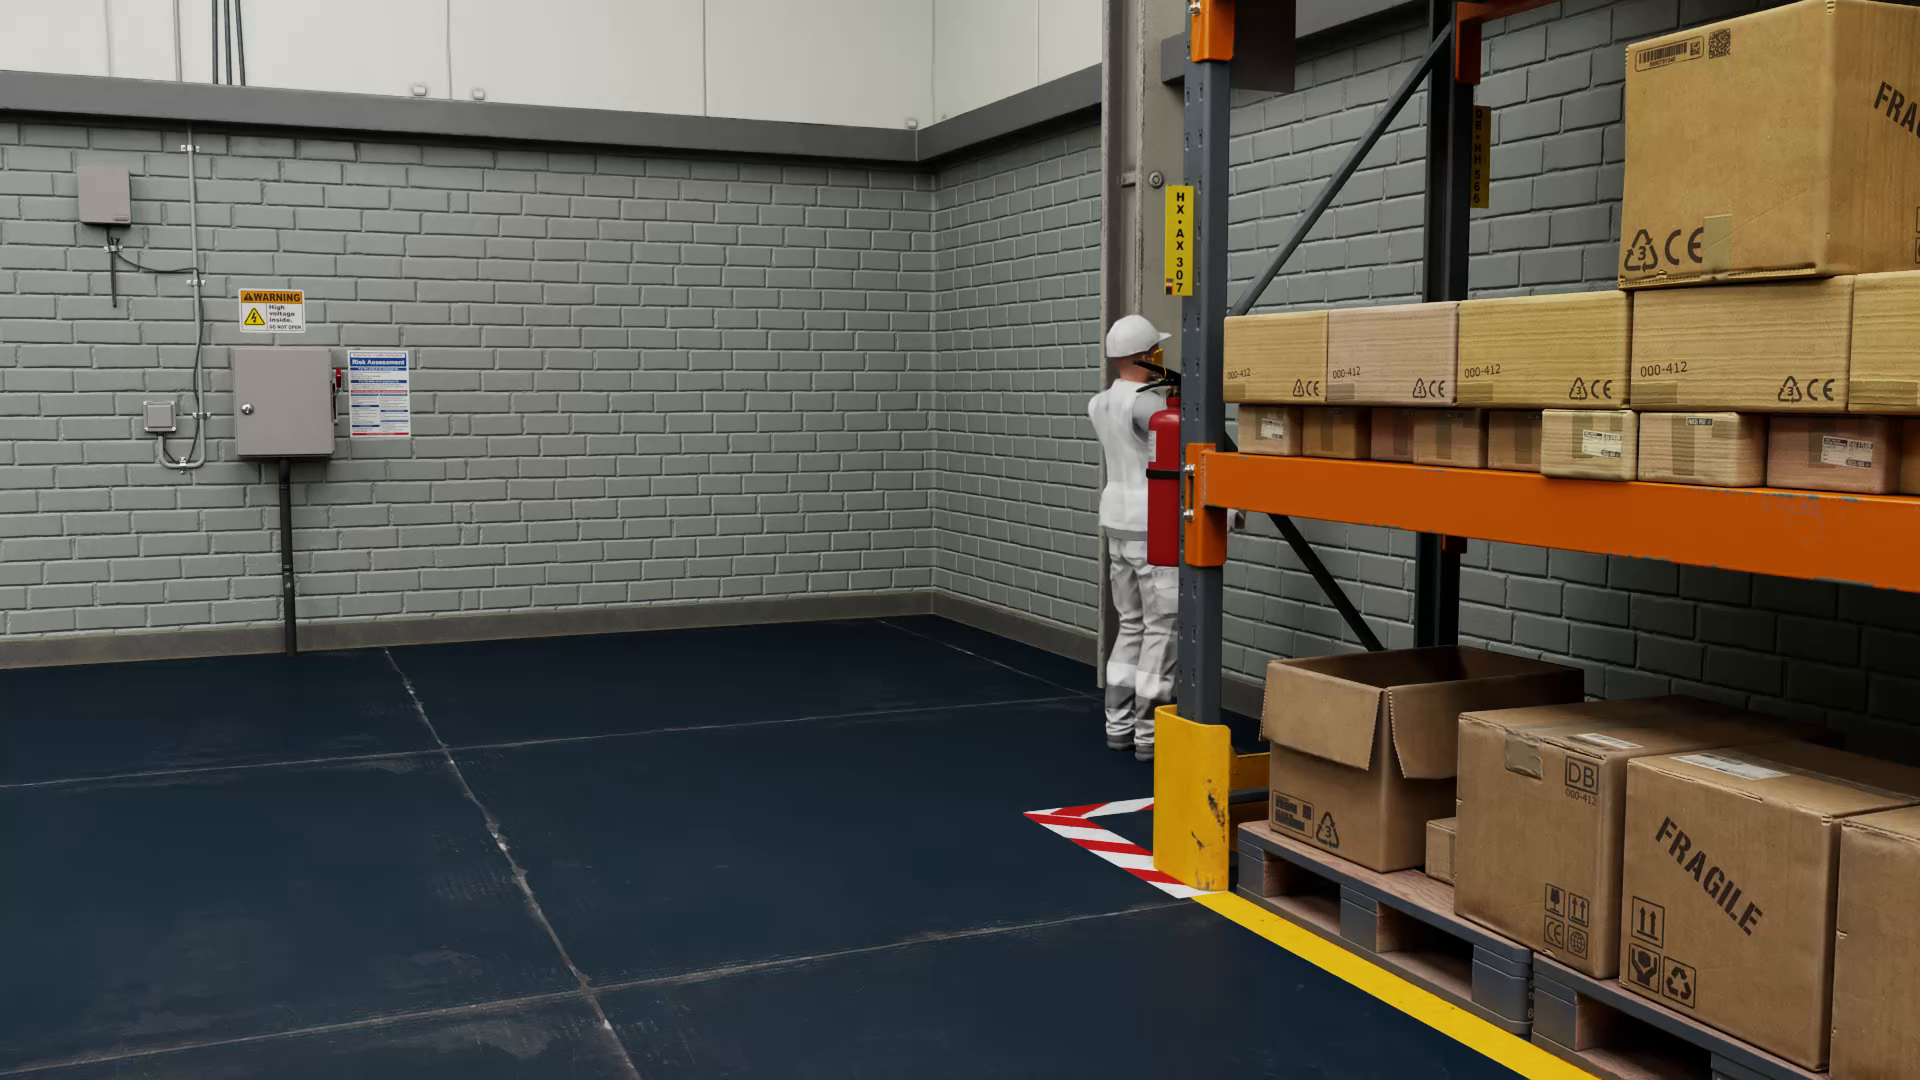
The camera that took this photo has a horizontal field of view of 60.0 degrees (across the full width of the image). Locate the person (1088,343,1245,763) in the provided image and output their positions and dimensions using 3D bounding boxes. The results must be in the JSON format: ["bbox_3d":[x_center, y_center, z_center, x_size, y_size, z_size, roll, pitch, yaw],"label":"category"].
[{"bbox_3d":[0.845,0.005,6.791,0.558,1.735,0.456,-2,6,-23],"label":"person"}]
